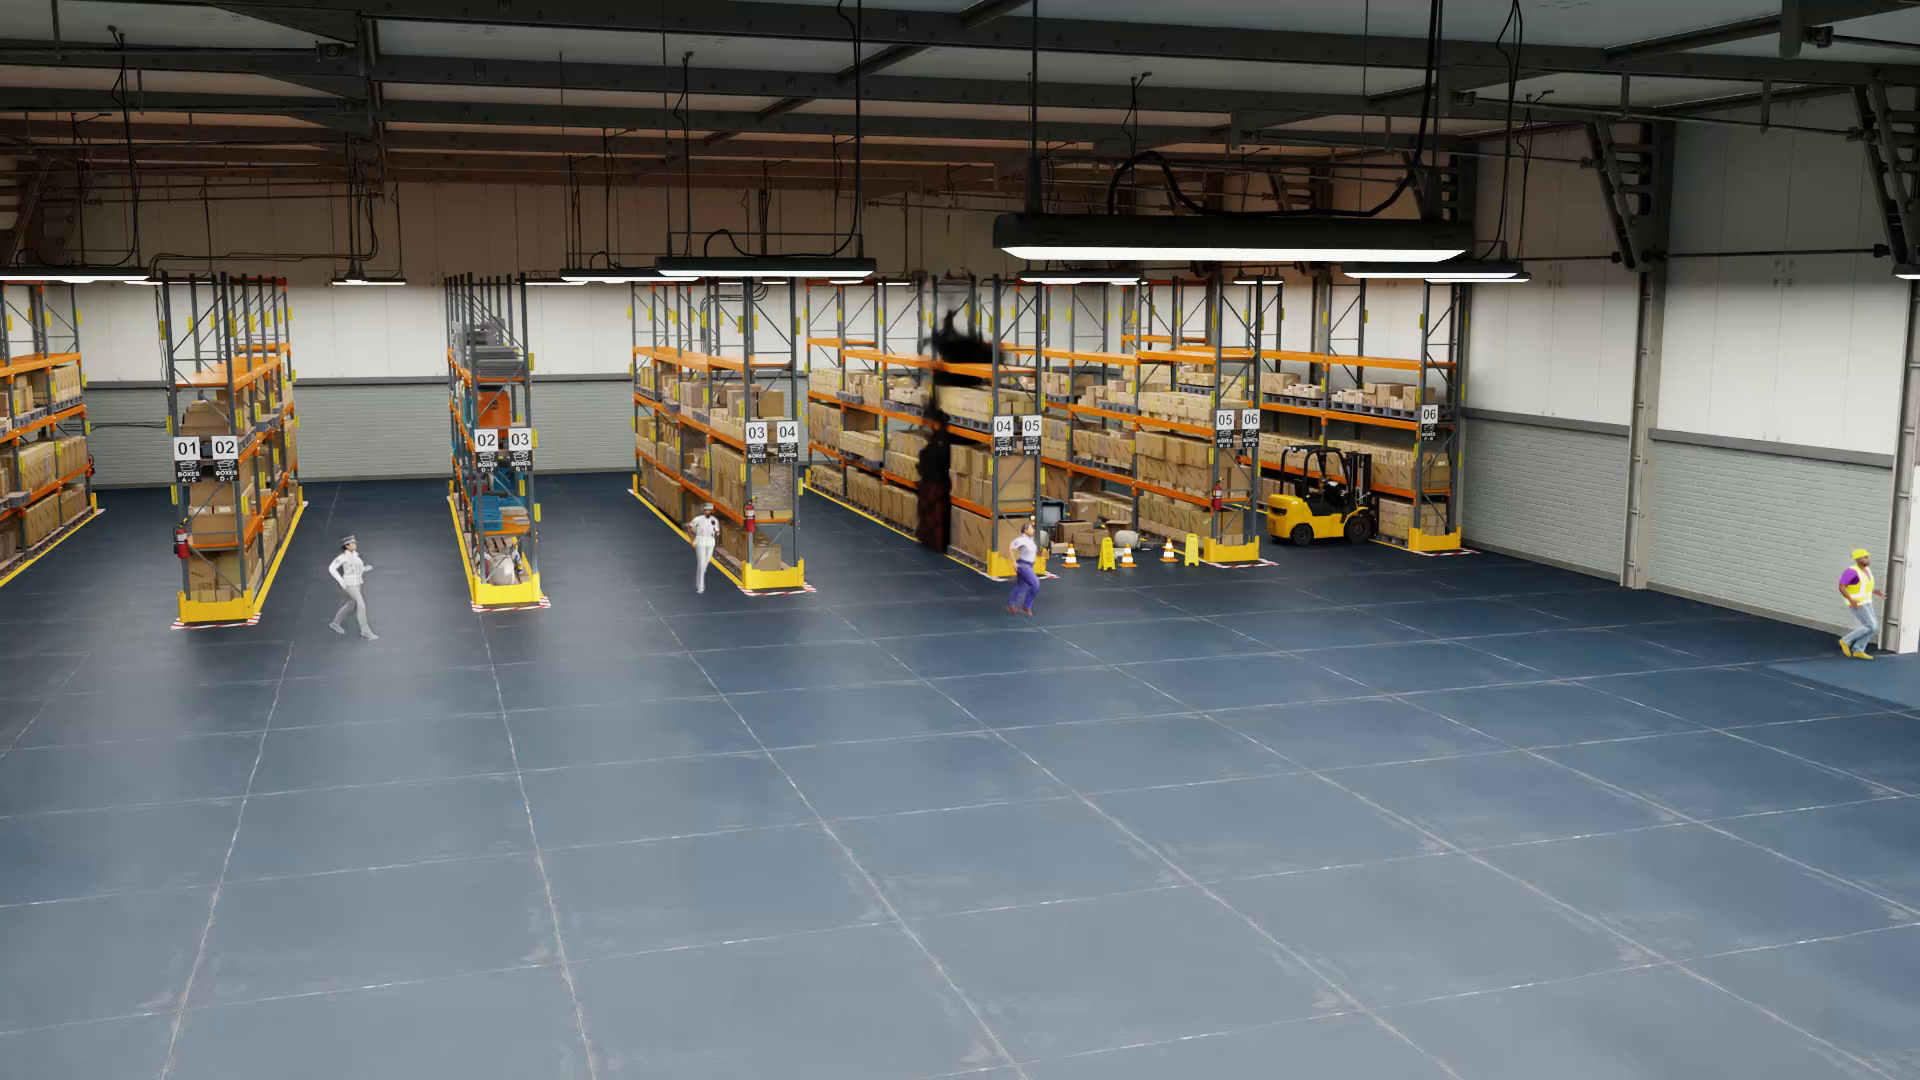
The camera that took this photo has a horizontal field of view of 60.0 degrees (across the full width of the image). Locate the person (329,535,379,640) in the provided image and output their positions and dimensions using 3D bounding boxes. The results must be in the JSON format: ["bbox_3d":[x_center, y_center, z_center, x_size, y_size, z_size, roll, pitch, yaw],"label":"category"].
[{"bbox_3d":[-9.985,0.770,27.289,0.871,1.723,0.597,1,9,4],"label":"person"}]

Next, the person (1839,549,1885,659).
[{"bbox_3d":[14.025,0.989,25.847,0.673,1.714,0.510,-7,11,-39],"label":"person"}]

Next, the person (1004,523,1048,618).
[{"bbox_3d":[1.151,0.529,29.216,0.797,1.687,0.571,3,9,17],"label":"person"}]

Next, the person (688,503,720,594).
[{"bbox_3d":[-4.870,0.132,31.785,0.571,1.726,0.772,-5,10,-28],"label":"person"}]
